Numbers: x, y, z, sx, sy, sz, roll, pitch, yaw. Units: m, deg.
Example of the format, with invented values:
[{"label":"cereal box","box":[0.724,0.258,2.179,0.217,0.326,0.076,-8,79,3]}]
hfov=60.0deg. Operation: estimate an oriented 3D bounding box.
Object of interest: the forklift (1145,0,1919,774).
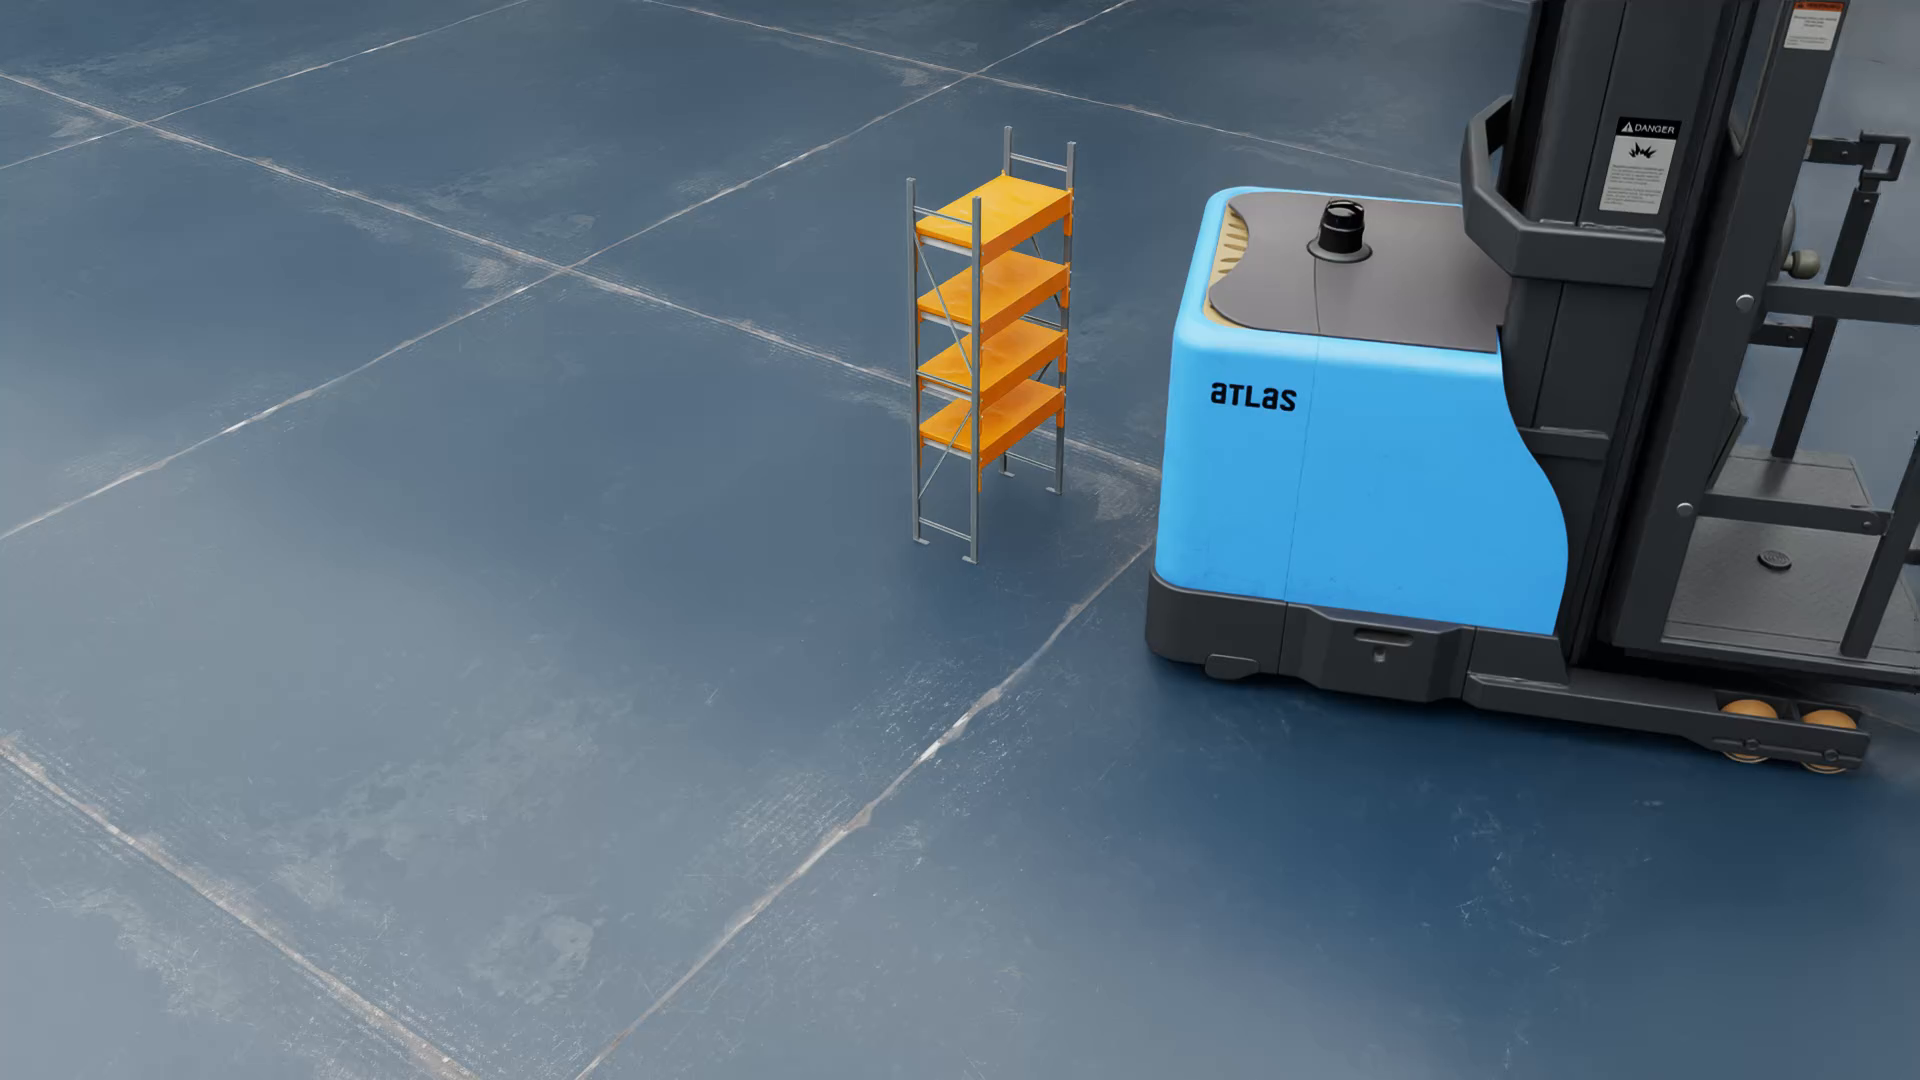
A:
[{"label":"forklift","box":[2.096,-0.932,4.011,3.031,2.935,1.130,7,35,10]}]

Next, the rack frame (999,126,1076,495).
[{"label":"rack frame","box":[0.234,-0.685,5.193,0.240,1.200,0.015,21,39,28]}]

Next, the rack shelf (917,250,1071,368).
[{"label":"rack shelf","box":[0.094,-0.703,4.939,0.258,0.148,0.480,21,39,28]}]

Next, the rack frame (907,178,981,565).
[{"label":"rack frame","box":[-0.045,-0.461,4.860,0.240,1.200,0.015,21,39,28]}]

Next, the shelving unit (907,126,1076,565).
[{"label":"shelving unit","box":[0.094,-0.573,5.027,0.258,1.200,0.503,21,39,28]}]

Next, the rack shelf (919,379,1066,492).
[{"label":"rack shelf","box":[0.094,-0.353,5.175,0.258,0.148,0.480,21,39,28]}]

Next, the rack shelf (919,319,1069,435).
[{"label":"rack shelf","box":[0.094,-0.517,5.064,0.258,0.148,0.480,21,39,28]}]

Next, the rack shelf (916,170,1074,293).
[{"label":"rack shelf","box":[0.094,-0.899,4.806,0.258,0.148,0.480,21,39,28]}]
